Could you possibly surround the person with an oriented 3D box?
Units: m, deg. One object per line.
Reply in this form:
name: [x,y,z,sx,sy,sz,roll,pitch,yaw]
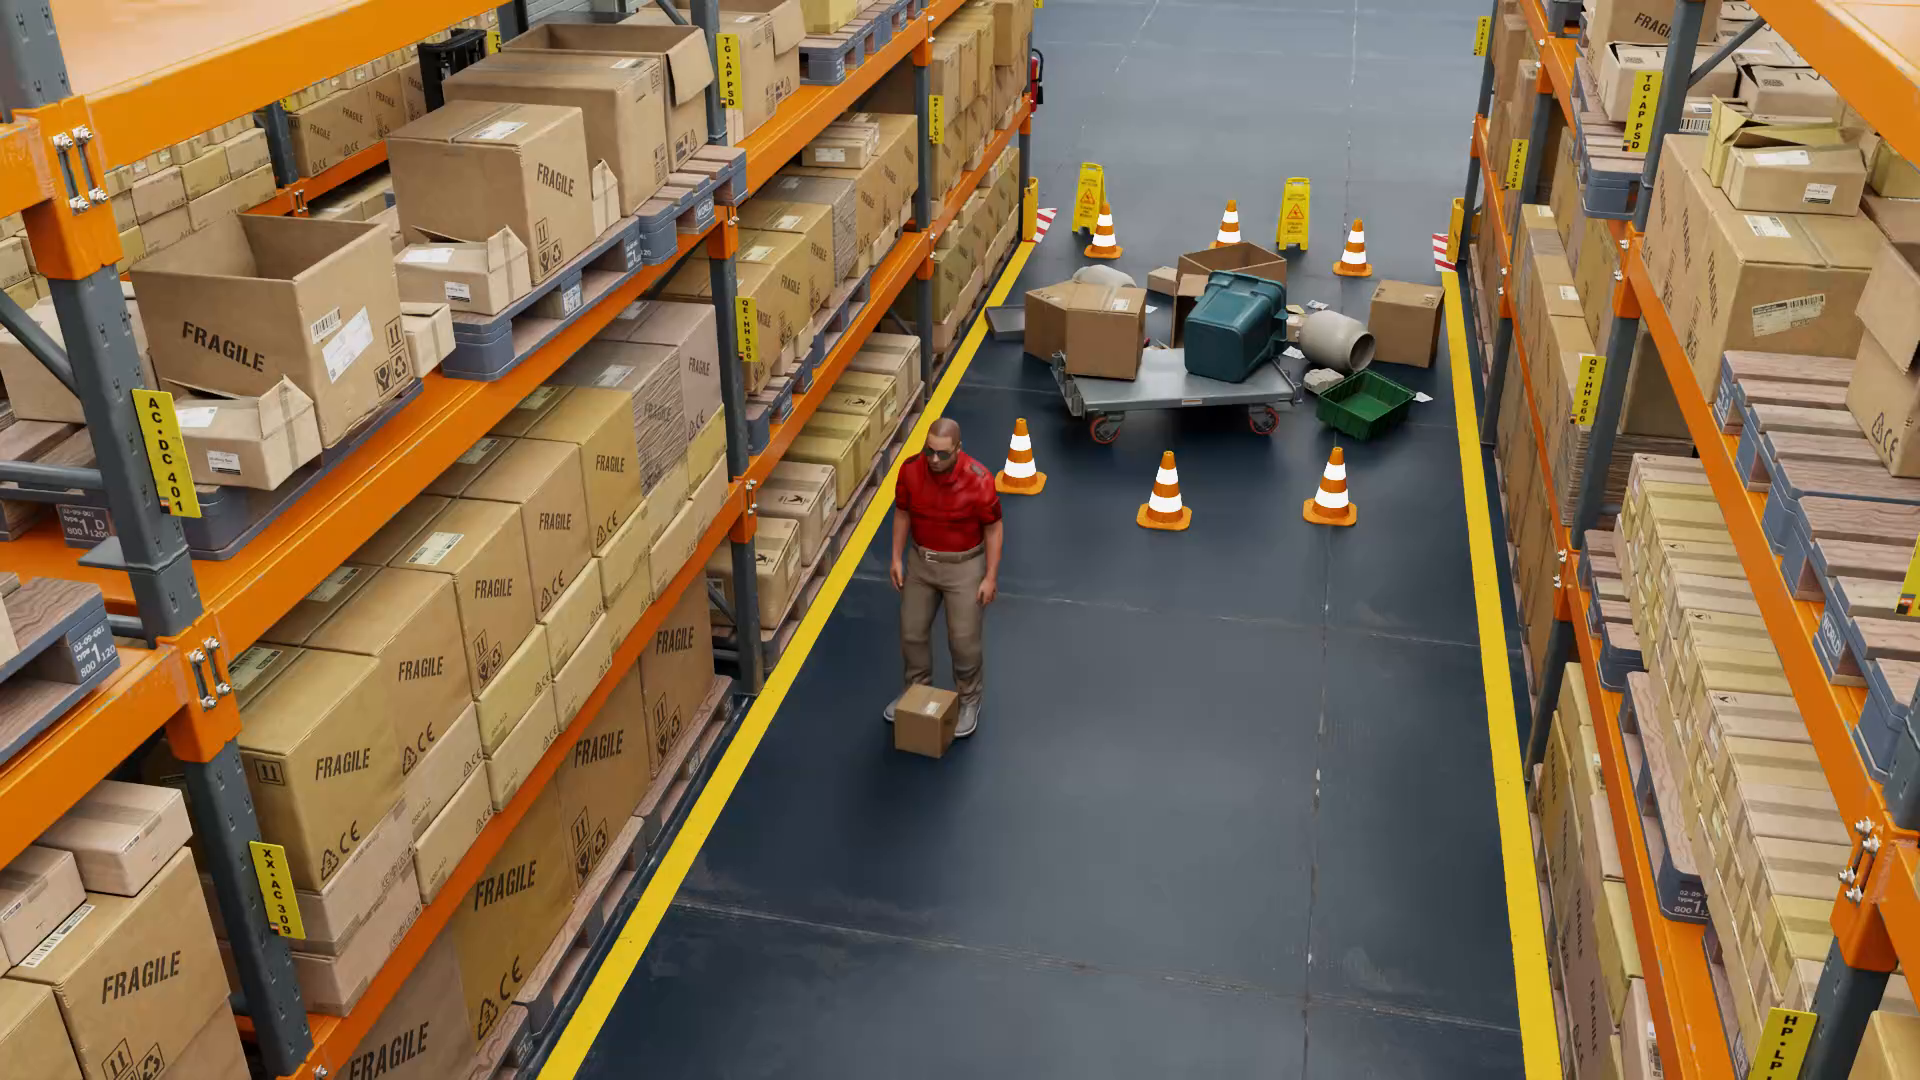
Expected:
person: [-0.080,0.158,8.347,0.585,1.725,0.391,11,30,19]
